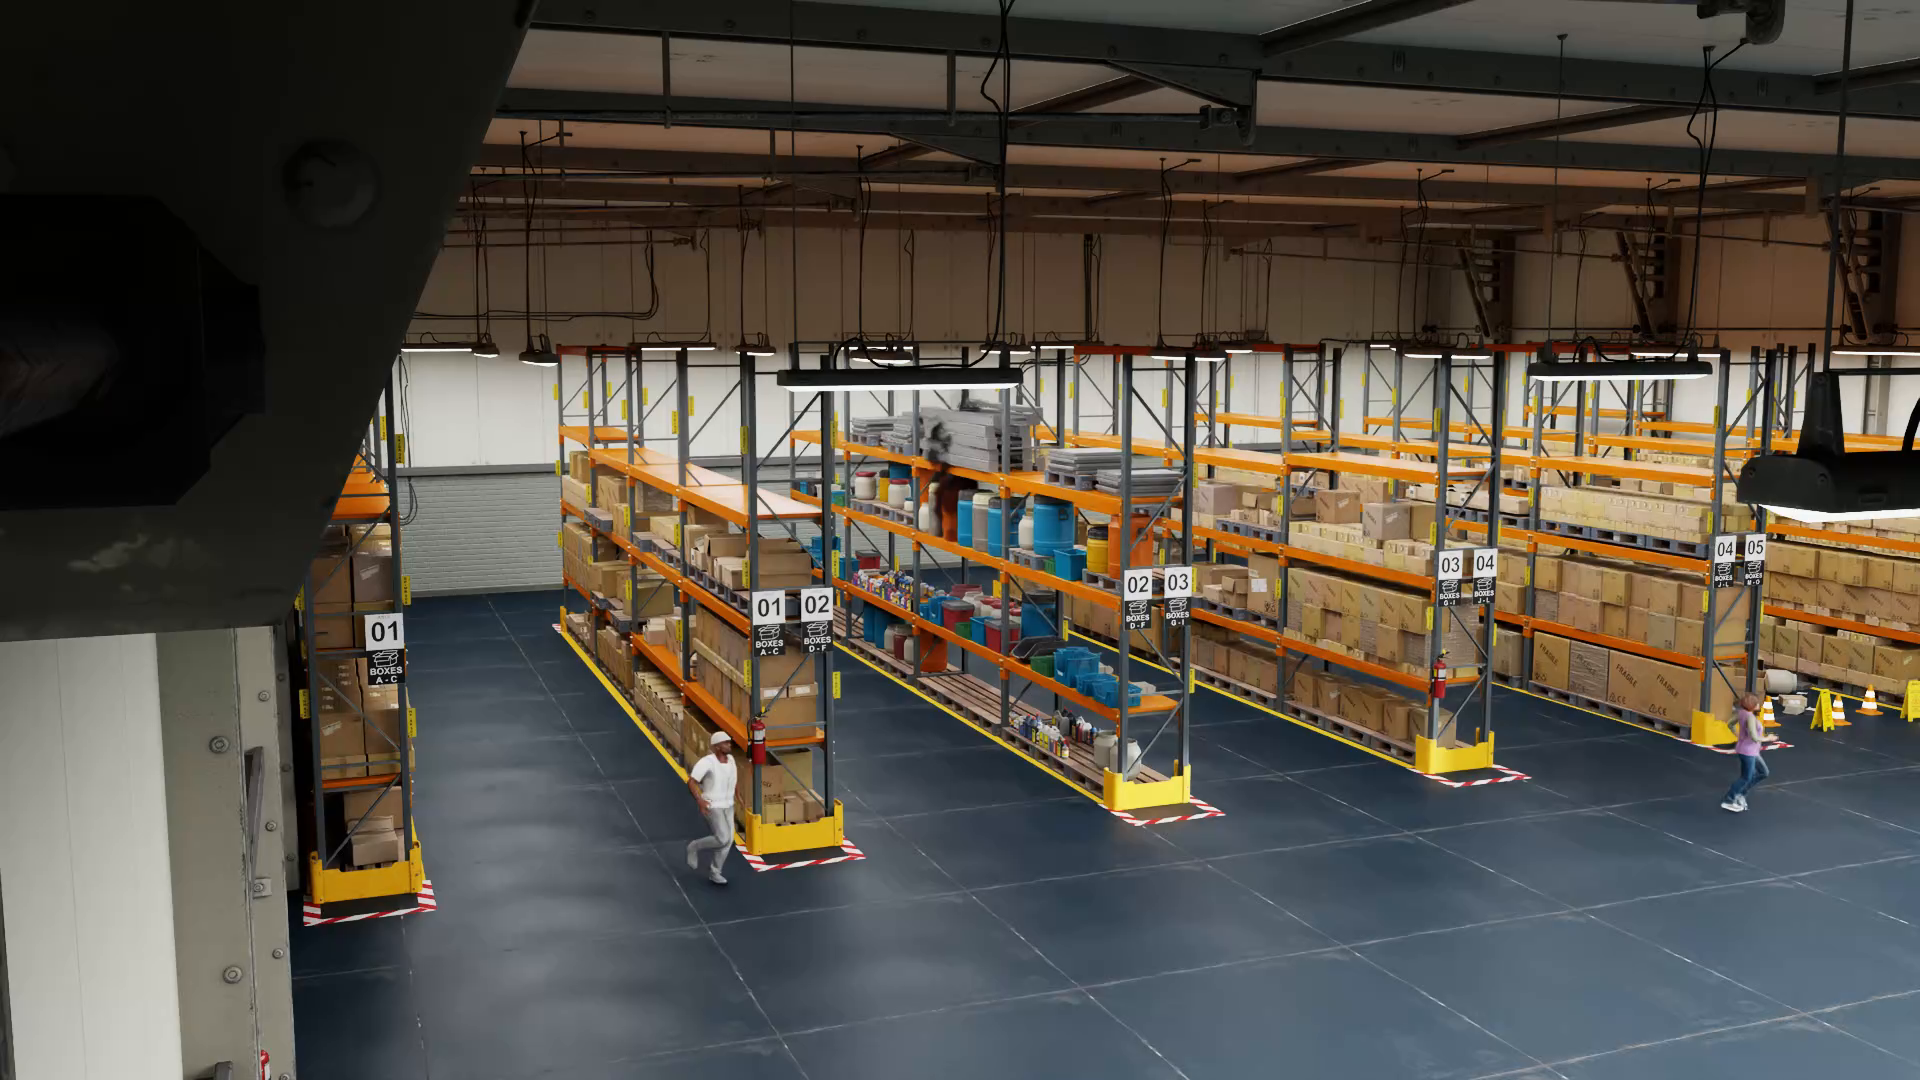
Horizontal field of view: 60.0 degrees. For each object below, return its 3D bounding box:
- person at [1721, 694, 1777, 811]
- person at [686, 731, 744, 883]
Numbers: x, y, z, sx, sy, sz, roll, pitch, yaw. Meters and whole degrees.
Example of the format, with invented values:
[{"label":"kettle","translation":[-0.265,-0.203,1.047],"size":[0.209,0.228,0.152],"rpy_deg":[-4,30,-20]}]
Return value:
[{"label":"person","translation":[10.327,2.782,21.741],"size":[0.630,1.567,0.512],"rpy_deg":[2,8,18]},{"label":"person","translation":[-2.783,3.057,19.240],"size":[0.603,1.695,0.741],"rpy_deg":[5,9,35]}]
